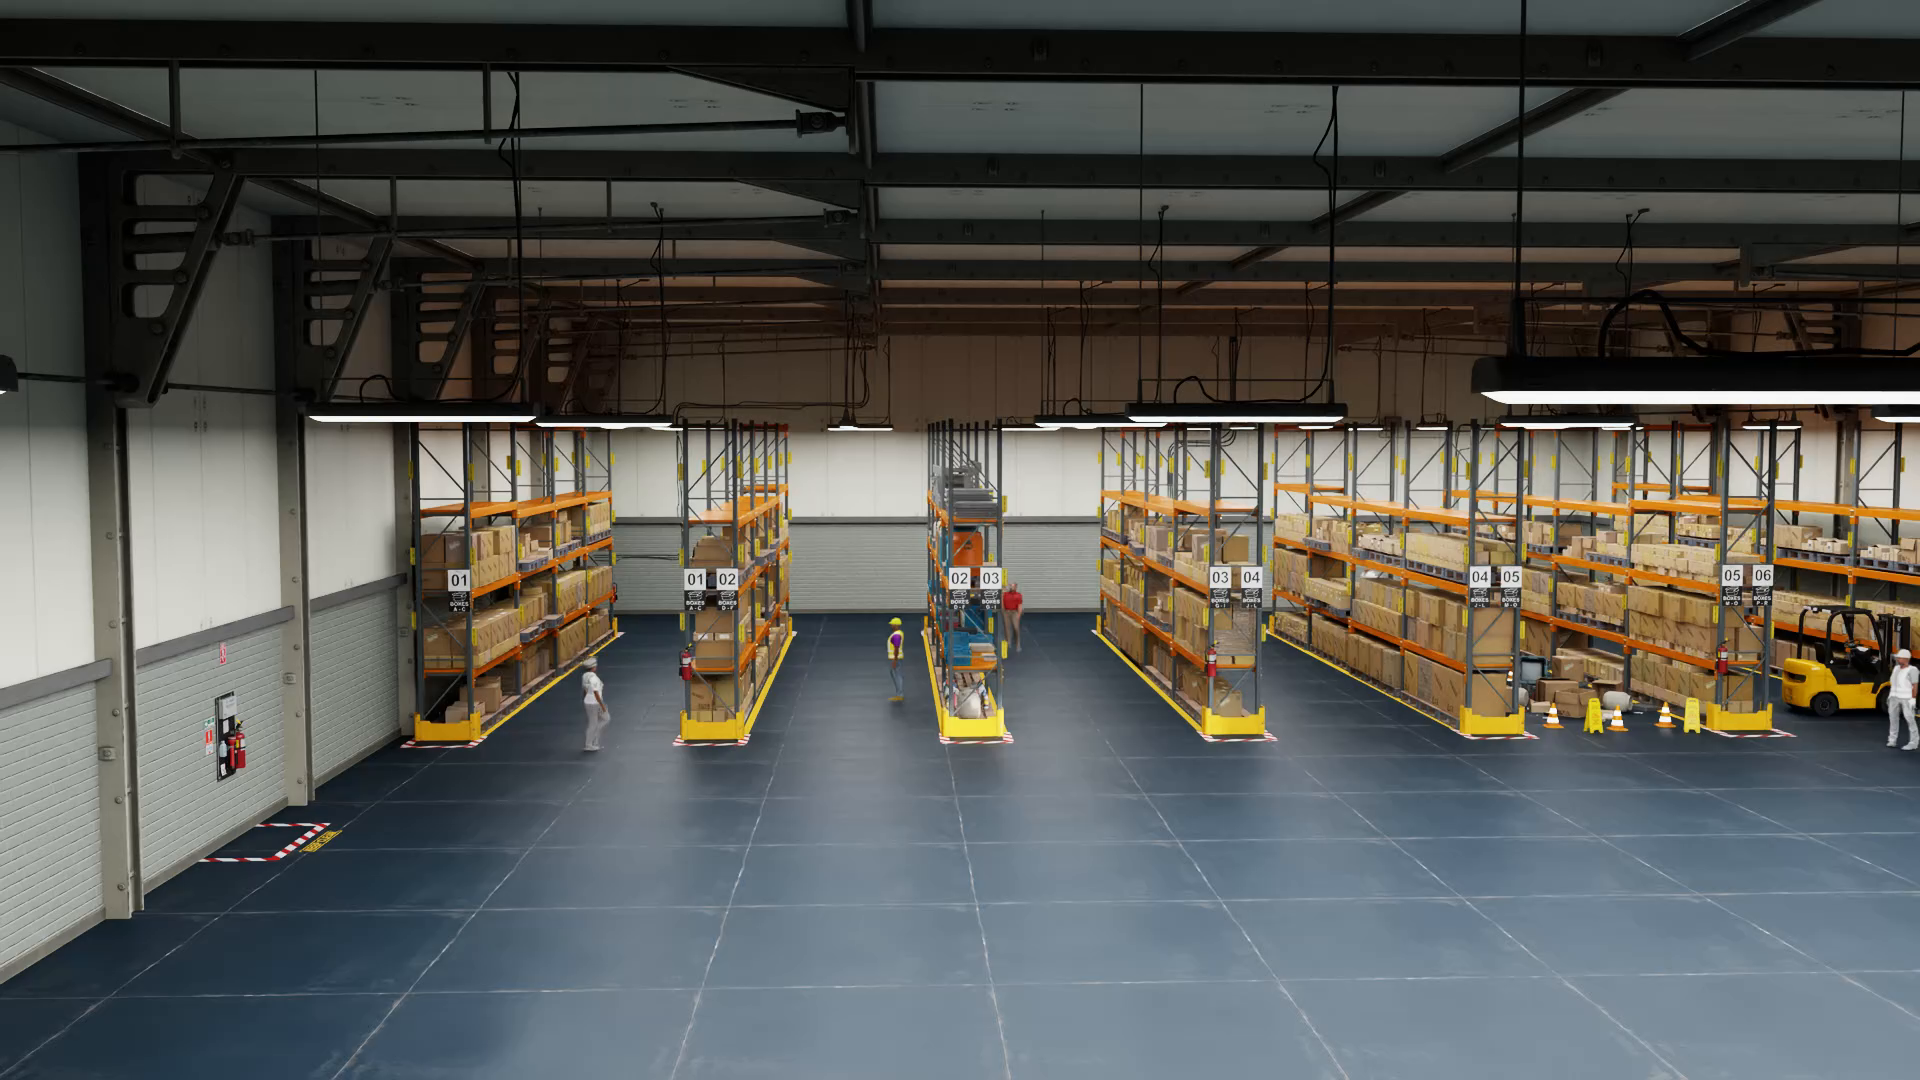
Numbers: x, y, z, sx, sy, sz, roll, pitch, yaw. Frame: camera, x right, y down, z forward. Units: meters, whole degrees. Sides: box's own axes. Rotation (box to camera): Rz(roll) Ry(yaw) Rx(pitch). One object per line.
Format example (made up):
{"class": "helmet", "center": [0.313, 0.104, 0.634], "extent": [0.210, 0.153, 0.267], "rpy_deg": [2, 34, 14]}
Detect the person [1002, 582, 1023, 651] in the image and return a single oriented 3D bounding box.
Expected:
{"class": "person", "center": [1.320, 1.989, 43.200], "extent": [0.601, 1.774, 0.428], "rpy_deg": [1, 4, 11]}

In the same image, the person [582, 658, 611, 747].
{"class": "person", "center": [-6.568, 2.915, 29.901], "extent": [0.477, 1.600, 0.465], "rpy_deg": [0, 4, 1]}

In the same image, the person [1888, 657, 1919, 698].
{"class": "person", "center": [17.182, 2.545, 30.295], "extent": [0.386, 1.036, 0.596], "rpy_deg": [-2, 4, -24]}

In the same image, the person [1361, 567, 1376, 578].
{"class": "person", "center": [12.303, 1.641, 50.356], "extent": [0.523, 1.683, 0.600], "rpy_deg": [-1, 4, -22]}

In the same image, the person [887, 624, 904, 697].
{"class": "person", "center": [-1.372, 2.580, 35.602], "extent": [0.362, 1.570, 0.675], "rpy_deg": [0, 4, -3]}
